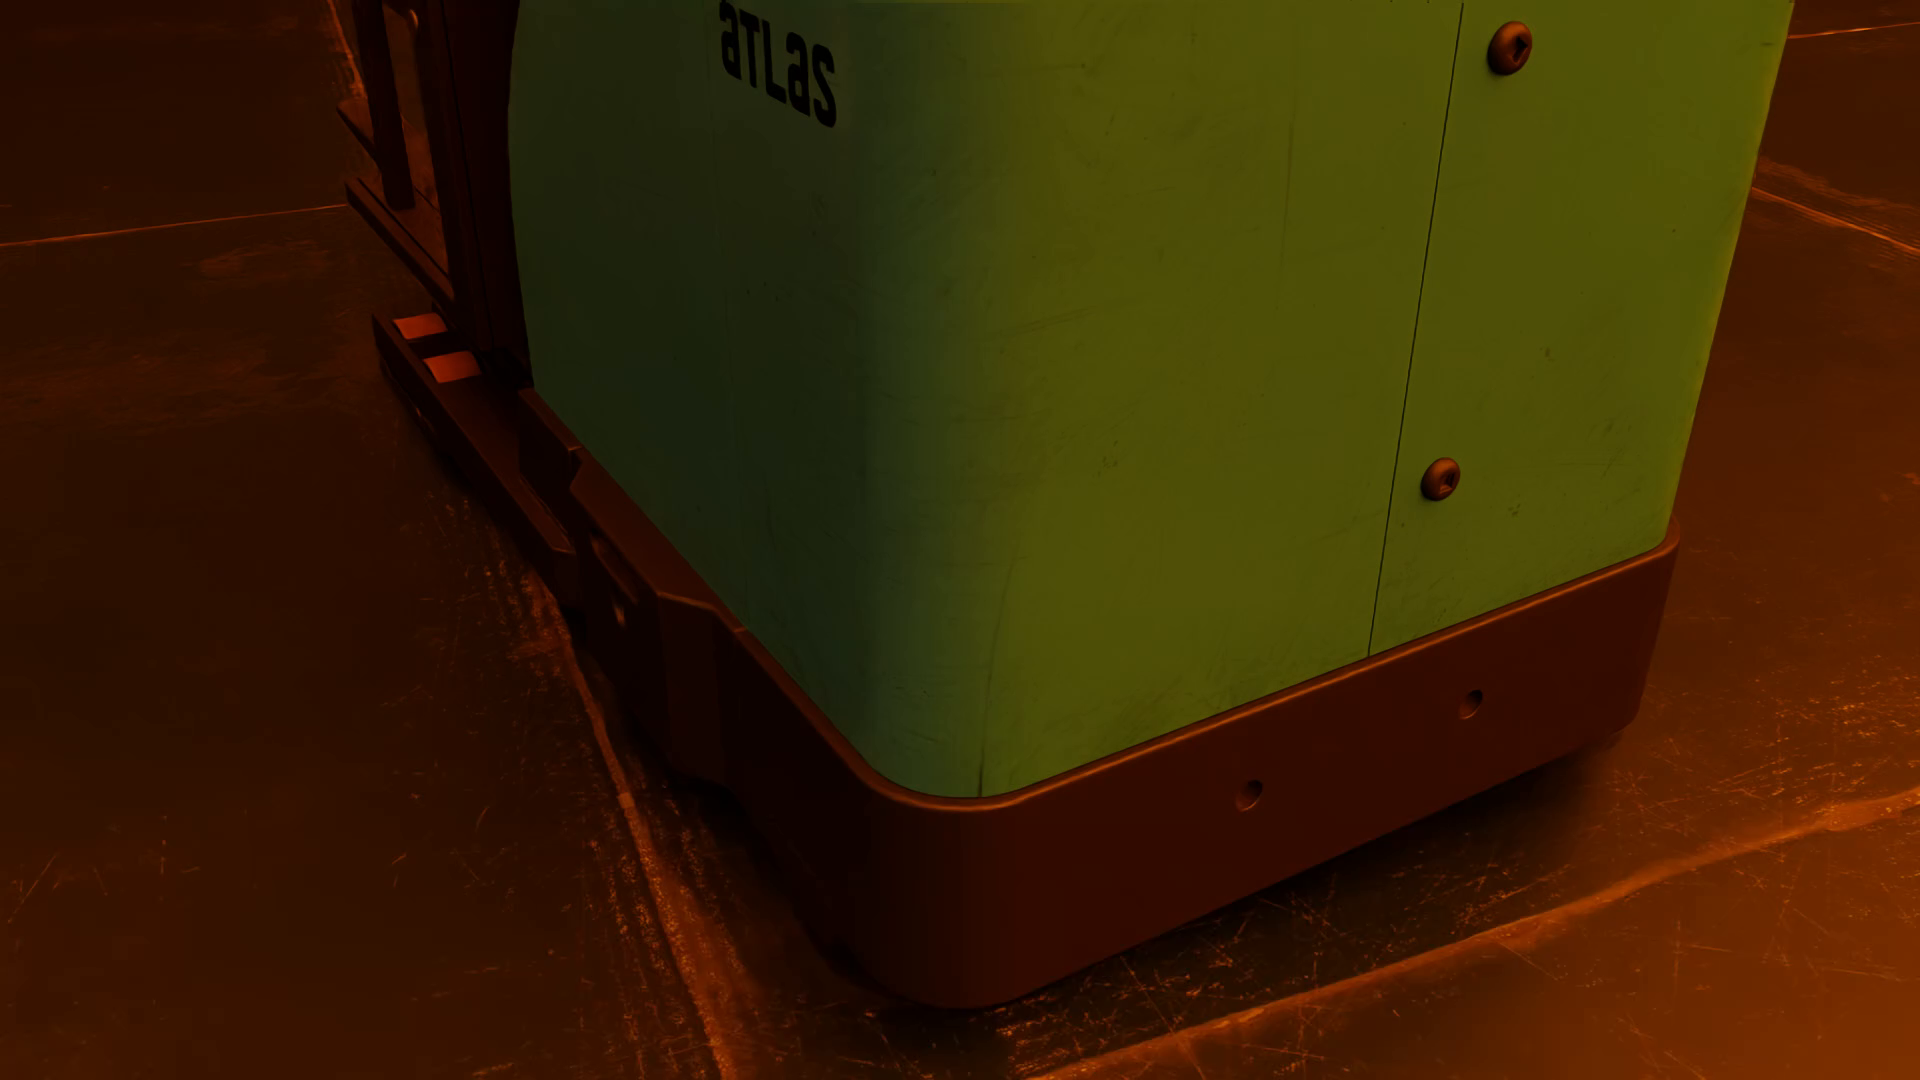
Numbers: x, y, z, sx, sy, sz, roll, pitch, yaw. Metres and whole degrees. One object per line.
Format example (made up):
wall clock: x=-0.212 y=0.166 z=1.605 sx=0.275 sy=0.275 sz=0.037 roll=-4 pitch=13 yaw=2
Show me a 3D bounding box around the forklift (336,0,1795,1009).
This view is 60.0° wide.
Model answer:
forklift: x=-0.360 y=-1.524 z=2.213 sx=1.130 sy=2.935 sz=3.031 roll=-16 pitch=34 yaw=-26
